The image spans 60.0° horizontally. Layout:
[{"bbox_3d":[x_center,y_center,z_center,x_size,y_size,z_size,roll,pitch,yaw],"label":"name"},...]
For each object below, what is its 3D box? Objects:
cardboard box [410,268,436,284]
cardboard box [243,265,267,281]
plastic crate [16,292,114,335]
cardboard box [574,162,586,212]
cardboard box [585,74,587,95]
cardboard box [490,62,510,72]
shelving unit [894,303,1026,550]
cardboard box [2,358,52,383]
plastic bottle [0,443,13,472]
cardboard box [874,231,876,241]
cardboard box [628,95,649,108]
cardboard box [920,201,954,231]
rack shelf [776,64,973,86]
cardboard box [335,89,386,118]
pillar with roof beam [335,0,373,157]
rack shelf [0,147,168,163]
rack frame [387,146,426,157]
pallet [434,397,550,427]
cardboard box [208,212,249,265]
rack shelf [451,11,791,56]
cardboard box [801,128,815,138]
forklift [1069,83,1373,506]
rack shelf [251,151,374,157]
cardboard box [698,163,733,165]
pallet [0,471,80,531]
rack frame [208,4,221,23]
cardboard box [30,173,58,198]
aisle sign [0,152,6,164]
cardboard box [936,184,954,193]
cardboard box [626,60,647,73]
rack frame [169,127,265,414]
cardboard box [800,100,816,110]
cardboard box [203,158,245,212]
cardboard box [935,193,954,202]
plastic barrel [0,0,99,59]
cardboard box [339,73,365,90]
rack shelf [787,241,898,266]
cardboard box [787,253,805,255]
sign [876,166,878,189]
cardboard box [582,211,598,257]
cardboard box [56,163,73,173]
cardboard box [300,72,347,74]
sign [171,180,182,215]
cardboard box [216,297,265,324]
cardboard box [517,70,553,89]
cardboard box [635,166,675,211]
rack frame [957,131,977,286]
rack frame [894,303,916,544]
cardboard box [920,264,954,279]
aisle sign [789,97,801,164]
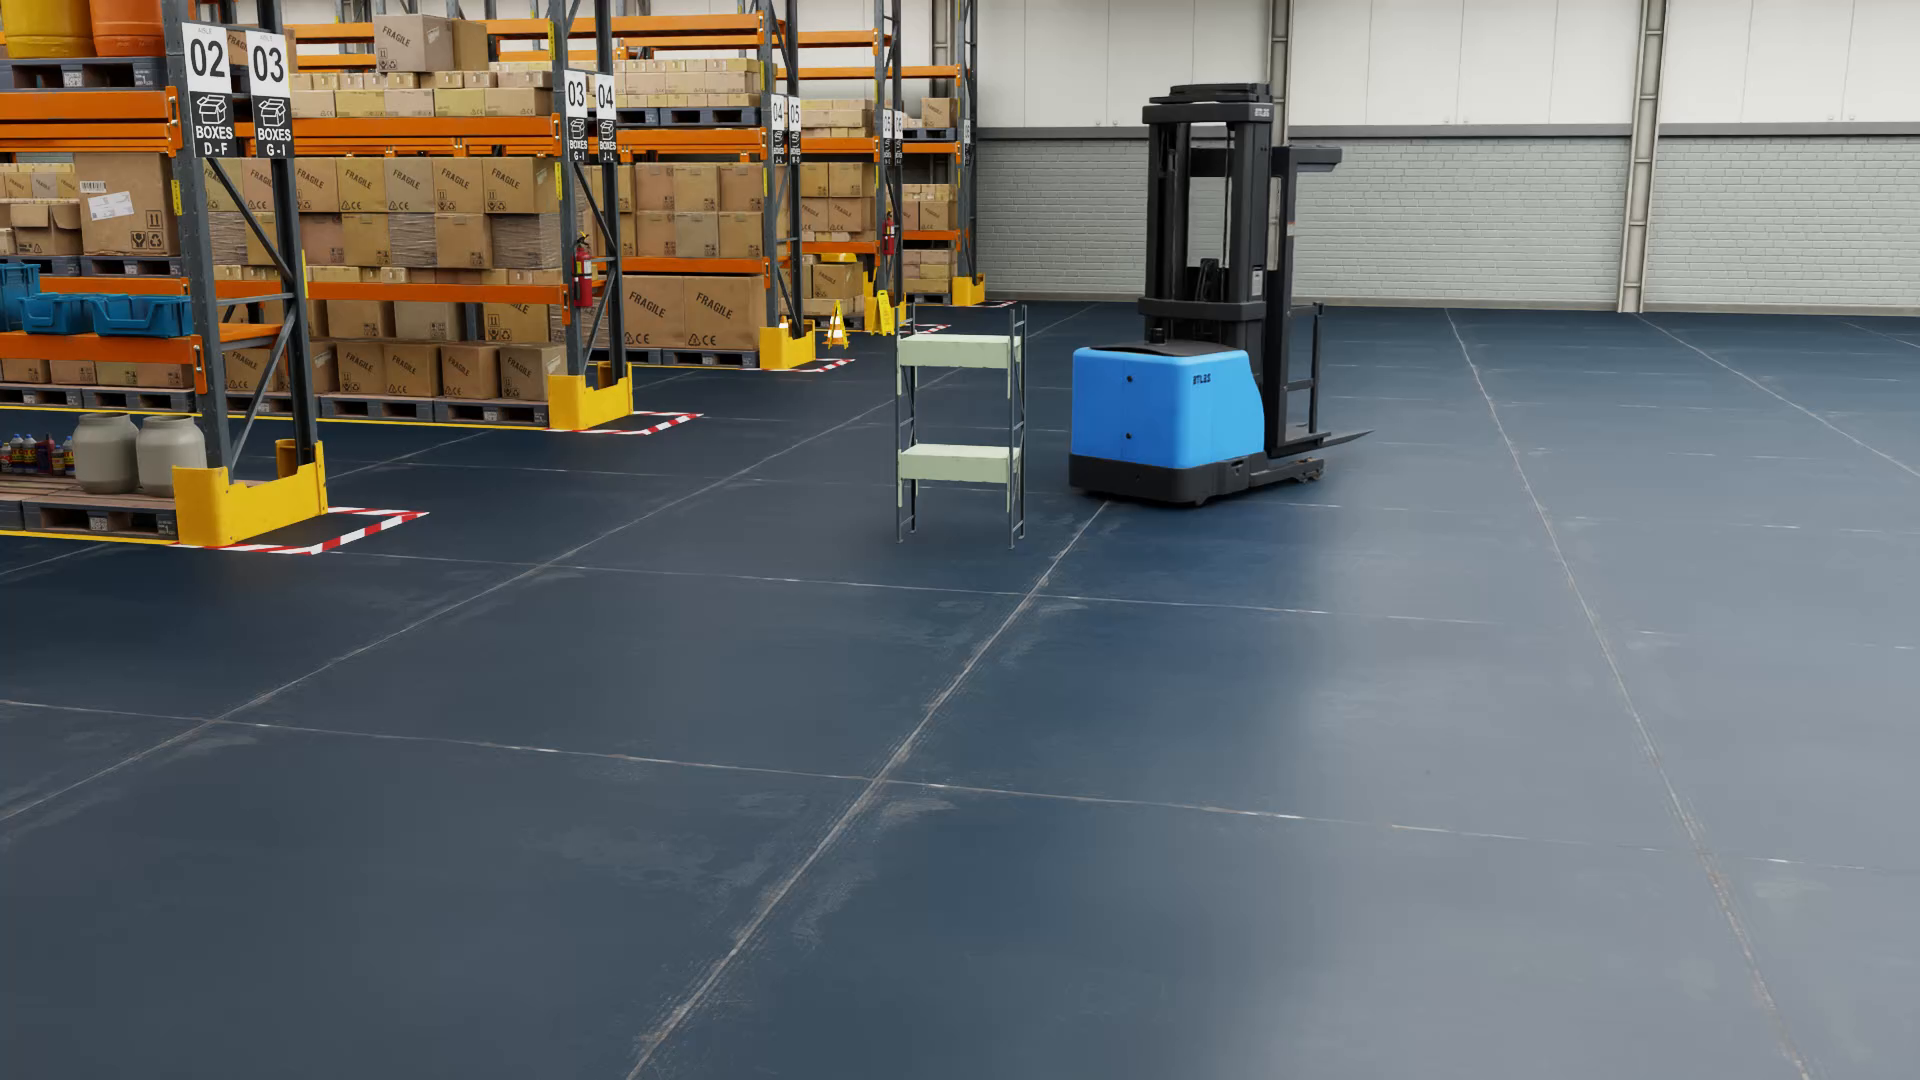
[{"bbox_3d":[-4.971,-2.507,15.688,0.250,0.149,0.380,3,13,14],"label":"cardboard box"},{"bbox_3d":[-6.685,-2.584,16.037,0.250,0.149,0.380,3,13,14],"label":"cardboard box"},{"bbox_3d":[-5.801,-1.481,10.825,0.408,0.251,0.499,3,13,14],"label":"plastic crate"},{"bbox_3d":[-3.896,-3.365,15.748,0.500,0.500,0.500,3,13,14],"label":"cardboard box"},{"bbox_3d":[-4.637,-5.496,20.115,0.500,0.250,0.500,3,13,13],"label":"cardboard box"},{"bbox_3d":[-5.504,-5.724,20.220,0.250,0.149,0.380,3,13,13],"label":"cardboard box"},{"bbox_3d":[0.006,-0.732,10.570,0.755,1.500,0.431,3,13,14],"label":"shelving unit"},{"bbox_3d":[-9.446,-1.922,17.226,0.500,0.500,0.700,4,13,18],"label":"cardboard box"},{"bbox_3d":[-6.826,-0.592,11.920,0.097,0.201,0.097,0,13,0],"label":"plastic bottle"},{"bbox_3d":[-1.333,-4.619,25.209,0.250,0.149,0.380,3,13,14],"label":"cardboard box"},{"bbox_3d":[-3.778,-5.242,19.891,0.250,0.149,0.380,3,13,14],"label":"cardboard box"},{"bbox_3d":[-0.408,-5.744,29.467,0.500,0.500,0.500,3,13,12],"label":"cardboard box"},{"bbox_3d":[-1.809,-8.211,29.551,4.000,0.370,1.077,3,13,14],"label":"rack shelf"},{"bbox_3d":[-5.427,-4.038,15.431,0.500,0.250,0.500,3,13,13],"label":"cardboard box"},{"bbox_3d":[-13.010,-8.597,28.705,0.400,9.000,9.100,3,13,14],"label":"pillar with roof beam"},{"bbox_3d":[-14.645,-6.520,27.934,4.000,0.370,1.077,3,13,14],"label":"rack shelf"},{"bbox_3d":[-8.820,-5.096,26.777,0.127,3.000,1.000,3,13,14],"label":"rack frame"},{"bbox_3d":[-4.282,-1.289,16.056,1.213,0.211,1.003,3,13,14],"label":"pallet"},{"bbox_3d":[-6.889,-2.962,16.242,0.500,0.500,0.875,3,13,14],"label":"cardboard box"},{"bbox_3d":[-4.083,-6.121,20.130,4.000,0.370,1.077,3,13,14],"label":"rack shelf"},{"bbox_3d":[-2.196,-6.036,24.670,0.250,0.149,0.380,3,13,14],"label":"cardboard box"},{"bbox_3d":[2.163,-1.929,12.659,1.130,2.935,3.031,11,17,41],"label":"forklift"},{"bbox_3d":[-13.460,-7.564,32.639,4.000,0.370,1.077,3,13,14],"label":"rack shelf"},{"bbox_3d":[-3.590,-5.439,25.098,0.500,0.500,0.700,3,13,12],"label":"cardboard box"},{"bbox_3d":[-6.668,-0.295,11.576,1.213,0.211,1.003,3,13,14],"label":"pallet"},{"bbox_3d":[-9.908,-6.979,21.412,0.127,3.000,1.000,3,13,14],"label":"rack frame"},{"bbox_3d":[-15.184,-5.913,27.920,0.500,0.500,0.500,3,13,13],"label":"cardboard box"},{"bbox_3d":[-16.583,-6.849,28.677,0.004,0.787,0.394,3,13,14],"label":"aisle sign"},{"bbox_3d":[-0.266,-6.210,29.382,0.250,0.149,0.380,3,13,14],"label":"cardboard box"},{"bbox_3d":[-3.784,-5.632,19.805,0.250,0.149,0.380,3,13,13],"label":"cardboard box"},{"bbox_3d":[-7.311,-2.804,16.448,0.127,3.000,1.000,3,13,14],"label":"rack frame"},{"bbox_3d":[-2.180,-6.422,24.568,0.250,0.149,0.380,3,13,14],"label":"cardboard box"},{"bbox_3d":[-6.935,-3.410,15.951,0.500,0.500,0.500,3,13,14],"label":"cardboard box"},{"bbox_3d":[-0.271,-6.049,29.346,0.250,0.149,0.380,3,13,14],"label":"cardboard box"},{"bbox_3d":[-5.751,-3.349,10.574,0.600,0.588,0.600,0,13,0],"label":"plastic barrel"},{"bbox_3d":[-5.536,-4.243,15.431,0.250,0.149,0.380,3,13,15],"label":"cardboard box"},{"bbox_3d":[-2.995,-4.433,25.452,4.000,0.370,1.077,3,13,14],"label":"rack shelf"},{"bbox_3d":[-2.509,-4.232,25.031,0.250,0.149,0.380,3,13,14],"label":"cardboard box"},{"bbox_3d":[-1.206,-5.285,24.225,0.005,0.325,0.100,3,13,14],"label":"sign"},{"bbox_3d":[-4.628,-3.822,20.690,0.550,0.550,0.875,3,13,14],"label":"cardboard box"},{"bbox_3d":[-14.813,-6.199,27.711,0.250,0.149,0.380,3,13,12],"label":"cardboard box"},{"bbox_3d":[-8.153,-5.785,21.528,0.500,0.500,0.500,3,13,14],"label":"cardboard box"},{"bbox_3d":[-7.441,-3.253,15.796,0.005,0.325,0.100,3,13,14],"label":"sign"},{"bbox_3d":[-9.338,-3.106,22.032,0.750,0.750,1.050,3,13,13],"label":"cardboard box"},{"bbox_3d":[-3.772,-4.131,14.930,0.250,0.149,0.380,3,13,14],"label":"cardboard box"},{"bbox_3d":[-3.559,-4.329,20.482,0.550,0.550,0.875,3,13,14],"label":"cardboard box"},{"bbox_3d":[0.132,-5.725,29.611,0.127,3.000,1.000,3,13,14],"label":"rack frame"},{"bbox_3d":[-0.349,-0.751,10.655,0.023,1.500,0.400,3,13,14],"label":"rack frame"},{"bbox_3d":[-0.415,-4.791,29.627,0.500,0.250,0.500,3,13,13],"label":"cardboard box"},{"bbox_3d":[-2.000,-4.963,20.177,0.004,0.787,0.394,3,13,14],"label":"aisle sign"}]
